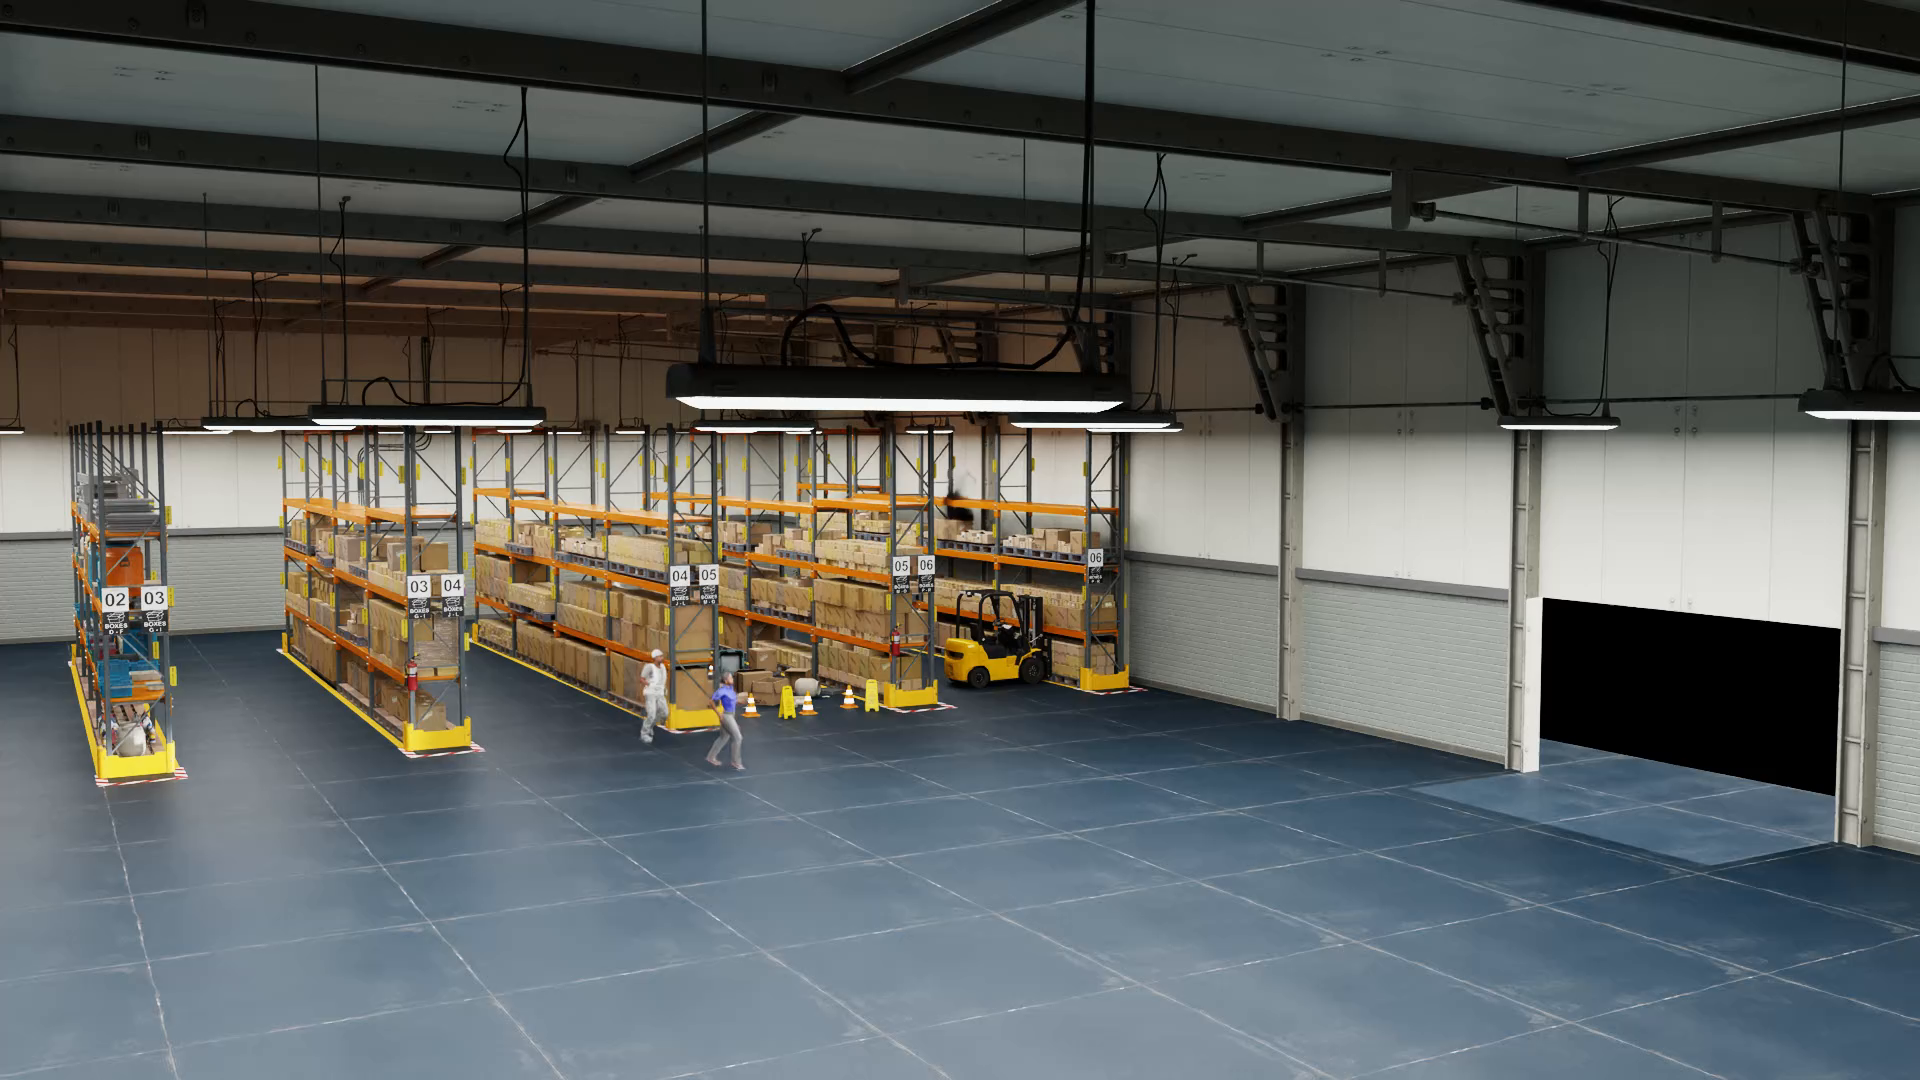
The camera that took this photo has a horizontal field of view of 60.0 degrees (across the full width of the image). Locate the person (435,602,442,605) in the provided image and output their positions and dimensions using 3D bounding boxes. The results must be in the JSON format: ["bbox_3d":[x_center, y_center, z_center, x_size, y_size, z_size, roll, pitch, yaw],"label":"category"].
[{"bbox_3d":[-14.548,2.059,45.820,0.711,1.672,0.601,-1,4,-10],"label":"person"}]

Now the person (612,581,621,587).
[{"bbox_3d":[-10.458,1.825,50.012,0.560,1.614,0.618,-1,4,-20],"label":"person"}]

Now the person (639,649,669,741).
[{"bbox_3d":[-5.747,2.923,31.493,0.563,1.703,0.683,3,4,36],"label":"person"}]

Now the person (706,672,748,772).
[{"bbox_3d":[-4.016,3.128,28.599,0.778,1.718,0.549,0,4,4],"label":"person"}]
